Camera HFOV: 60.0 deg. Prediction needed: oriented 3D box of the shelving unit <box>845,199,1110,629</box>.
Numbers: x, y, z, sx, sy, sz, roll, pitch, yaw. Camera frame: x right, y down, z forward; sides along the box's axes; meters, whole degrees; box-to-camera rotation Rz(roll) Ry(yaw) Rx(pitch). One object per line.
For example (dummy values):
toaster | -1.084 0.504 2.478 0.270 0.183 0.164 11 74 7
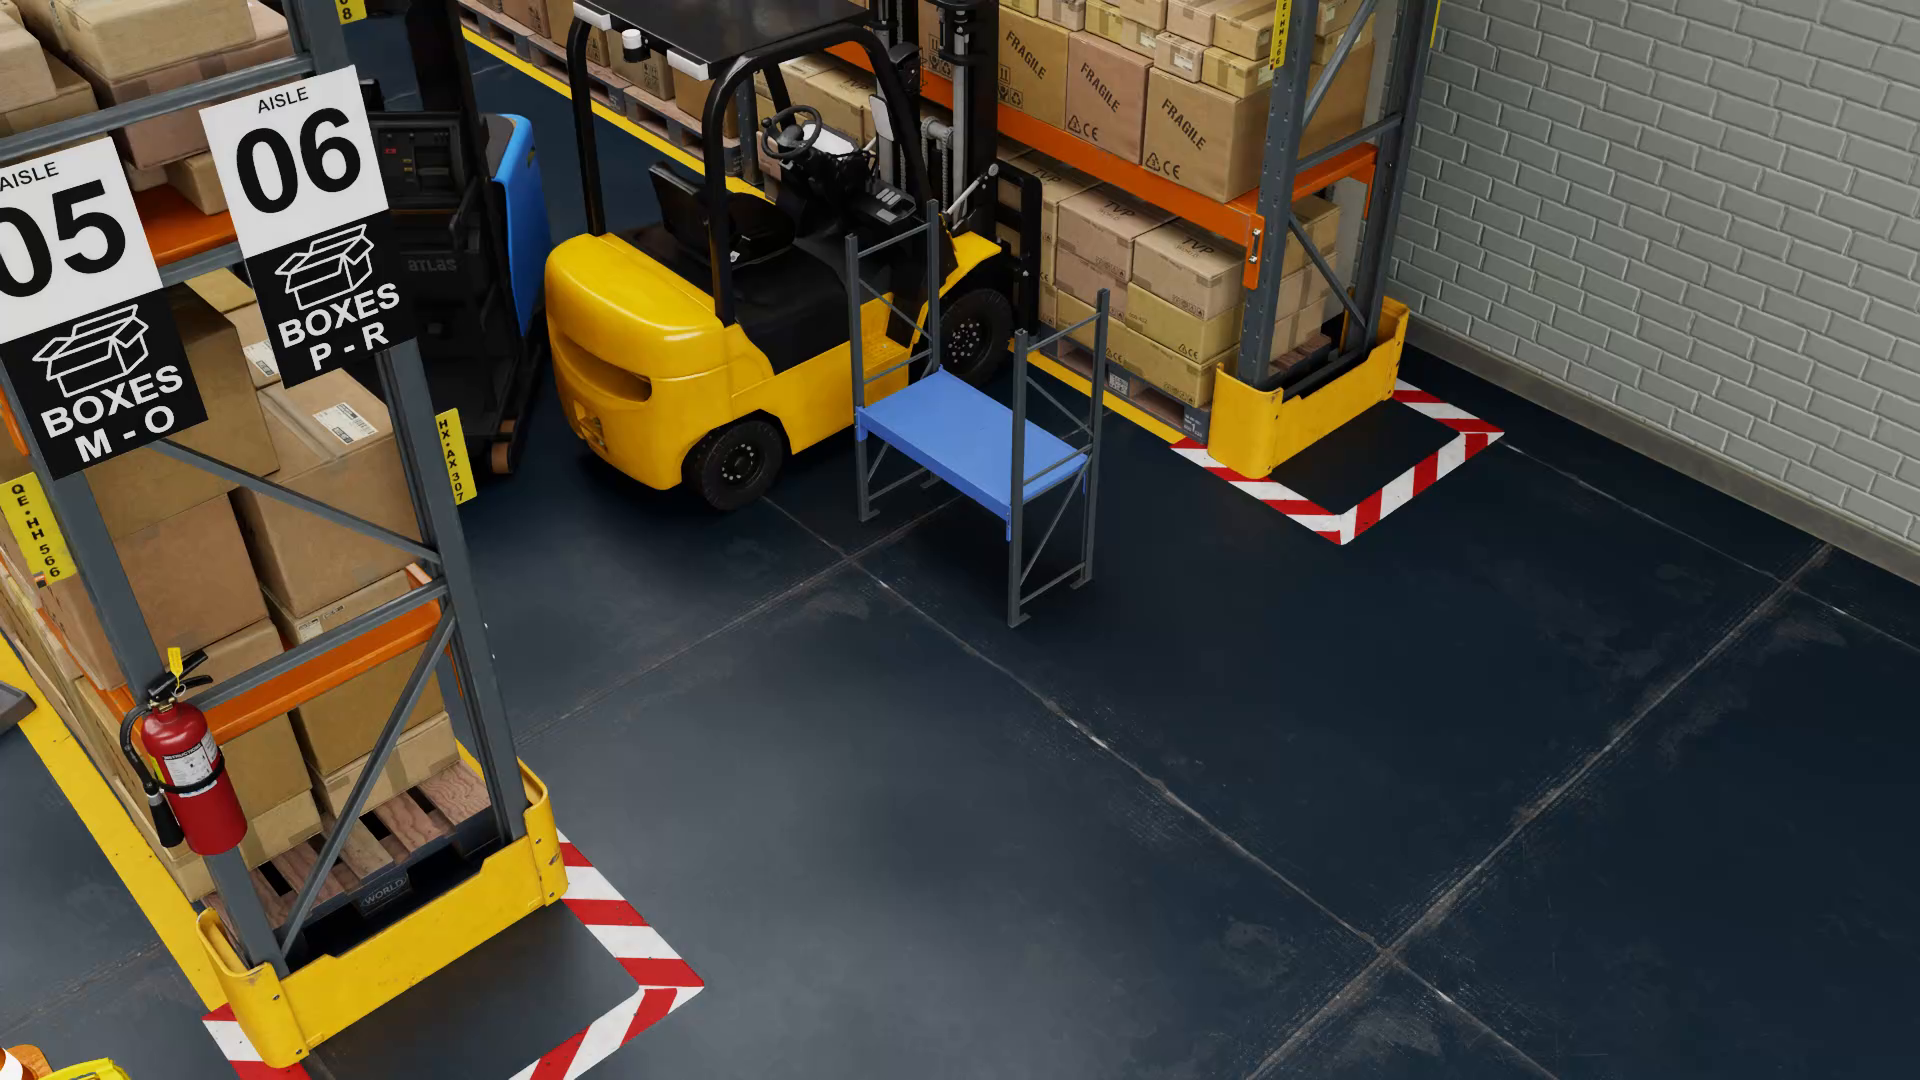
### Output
shelving unit | 0.058 -0.544 7.230 0.538 1.500 1.048 -30 48 -32

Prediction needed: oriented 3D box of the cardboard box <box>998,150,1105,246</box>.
cardboard box | 0.495 -1.812 8.665 0.500 0.250 0.500 -29 47 -31

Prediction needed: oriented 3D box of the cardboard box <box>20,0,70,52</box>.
cardboard box | -2.191 -1.415 4.293 0.380 0.149 0.250 -30 48 -32

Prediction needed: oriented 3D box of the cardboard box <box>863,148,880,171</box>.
cardboard box | -0.197 -2.100 9.420 0.500 0.250 0.500 -30 48 -32

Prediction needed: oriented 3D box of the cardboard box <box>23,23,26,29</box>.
cardboard box | -2.793 -1.261 4.419 0.500 0.250 0.500 -31 48 -32

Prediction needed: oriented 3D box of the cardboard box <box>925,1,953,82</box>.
cardboard box | 0.169 -2.650 8.564 0.500 0.500 0.500 -30 47 -31

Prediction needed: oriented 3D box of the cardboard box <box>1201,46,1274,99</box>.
cardboard box | 1.294 -2.119 7.390 0.380 0.149 0.250 -29 47 -31

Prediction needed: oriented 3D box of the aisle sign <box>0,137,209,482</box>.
aisle sign | -2.091 -0.534 3.955 0.394 0.787 0.004 -30 48 -32

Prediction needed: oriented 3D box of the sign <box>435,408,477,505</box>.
sign | -1.520 -0.242 4.974 0.100 0.325 0.005 -30 48 -32

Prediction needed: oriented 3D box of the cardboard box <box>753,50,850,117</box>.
cardboard box | -0.875 -2.763 9.842 0.500 0.250 0.500 -31 48 -32

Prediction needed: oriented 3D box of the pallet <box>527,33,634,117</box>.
pallet | -2.327 -3.442 11.843 1.003 0.211 1.213 -30 48 -32

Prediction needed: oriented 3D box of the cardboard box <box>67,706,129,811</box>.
cardboard box | -3.008 0.729 6.315 0.500 0.250 0.500 -30 48 -32

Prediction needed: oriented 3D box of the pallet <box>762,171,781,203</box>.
pallet | -0.464 -2.167 10.264 1.003 0.211 1.213 -30 48 -32

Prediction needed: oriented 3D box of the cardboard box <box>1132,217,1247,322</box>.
cardboard box | 1.193 -1.349 8.092 0.500 0.250 0.500 -28 47 -30

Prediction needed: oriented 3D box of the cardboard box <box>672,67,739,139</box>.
cardboard box | -1.332 -3.113 10.773 0.875 0.625 0.625 -28 46 -30

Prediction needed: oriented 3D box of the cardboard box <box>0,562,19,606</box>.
cardboard box | -3.295 0.046 6.047 0.380 0.149 0.250 -28 47 -30

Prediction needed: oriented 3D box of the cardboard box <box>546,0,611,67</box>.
cardboard box | -2.361 -3.823 11.652 0.875 0.625 0.625 -32 49 -33

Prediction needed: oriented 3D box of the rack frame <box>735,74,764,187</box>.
rack frame | -0.971 -3.637 9.866 1.000 3.000 0.127 -30 48 -32

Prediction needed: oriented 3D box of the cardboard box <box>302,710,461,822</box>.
cardboard box | -2.261 0.741 6.300 0.500 0.250 0.500 -30 48 -32

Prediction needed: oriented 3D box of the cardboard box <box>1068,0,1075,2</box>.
cardboard box | 0.579 -2.700 7.873 0.380 0.149 0.250 -29 47 -31

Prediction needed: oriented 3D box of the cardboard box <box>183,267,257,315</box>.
cardboard box | -2.733 -0.640 5.839 0.500 0.500 0.500 -31 48 -33

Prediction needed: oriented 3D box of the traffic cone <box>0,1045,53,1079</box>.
traffic cone | -3.160 1.661 5.325 0.336 0.463 0.334 -30 48 -32

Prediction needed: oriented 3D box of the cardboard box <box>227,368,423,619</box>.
cardboard box | -2.035 -0.167 5.253 0.500 0.500 0.500 -31 48 -32

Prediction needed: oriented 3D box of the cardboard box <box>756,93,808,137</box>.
cardboard box | -0.871 -2.570 10.001 0.500 0.250 0.500 -30 48 -32

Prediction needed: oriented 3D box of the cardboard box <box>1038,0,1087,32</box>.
cardboard box | 0.594 -2.593 7.978 0.380 0.149 0.250 -32 49 -33

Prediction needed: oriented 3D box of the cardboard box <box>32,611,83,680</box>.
cardboard box | -2.951 0.286 5.750 0.380 0.149 0.250 -29 47 -31

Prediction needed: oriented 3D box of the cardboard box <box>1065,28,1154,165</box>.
cardboard box | 0.864 -2.185 7.989 0.500 0.500 0.500 -28 47 -31

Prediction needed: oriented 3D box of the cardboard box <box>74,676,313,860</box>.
cardboard box | -2.653 0.680 5.778 0.500 0.500 0.500 -30 47 -31

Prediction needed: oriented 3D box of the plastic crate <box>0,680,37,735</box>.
plastic crate | -4.167 0.685 6.838 0.583 0.080 0.402 18 42 21

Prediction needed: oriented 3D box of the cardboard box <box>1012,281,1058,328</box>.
cardboard box | 0.523 -1.432 8.990 0.500 0.250 0.500 -29 47 -31

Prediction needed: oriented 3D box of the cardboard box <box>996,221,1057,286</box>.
cardboard box | 0.479 -1.633 8.841 0.500 0.250 0.500 -31 48 -33

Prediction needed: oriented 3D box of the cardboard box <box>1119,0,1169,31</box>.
cardboard box | 0.950 -2.480 7.600 0.380 0.149 0.250 -29 47 -31

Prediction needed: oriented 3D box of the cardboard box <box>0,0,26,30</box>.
cardboard box | -2.511 -1.221 4.053 0.380 0.149 0.250 -29 47 -31

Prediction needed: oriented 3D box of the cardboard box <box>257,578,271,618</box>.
cardboard box | -2.178 0.067 5.480 0.380 0.149 0.250 -29 47 -31

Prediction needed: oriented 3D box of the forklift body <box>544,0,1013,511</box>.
forklift body | -0.892 -1.558 7.967 2.313 2.155 1.214 -30 48 -32

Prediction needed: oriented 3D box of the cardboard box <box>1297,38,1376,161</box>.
cardboard box | 1.604 -2.172 7.973 0.500 0.500 0.500 -28 47 -30

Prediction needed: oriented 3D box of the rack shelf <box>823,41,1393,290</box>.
rack shelf | 0.382 -2.432 8.946 1.077 0.370 4.000 -30 48 -32

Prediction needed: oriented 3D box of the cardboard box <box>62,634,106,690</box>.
cardboard box | -2.583 0.271 5.228 0.380 0.149 0.250 -31 48 -32

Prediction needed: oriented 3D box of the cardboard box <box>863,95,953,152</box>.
cardboard box | -0.191 -2.296 9.264 0.500 0.250 0.500 -28 47 -30

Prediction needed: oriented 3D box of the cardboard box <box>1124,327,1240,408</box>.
cardboard box | 1.184 -0.963 8.409 0.500 0.250 0.500 -30 47 -31

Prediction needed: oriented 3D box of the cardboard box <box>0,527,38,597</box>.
cardboard box | -2.824 -0.197 5.291 0.500 0.500 0.500 -30 48 -32

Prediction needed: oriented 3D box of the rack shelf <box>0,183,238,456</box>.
rack shelf | -3.272 -1.488 5.390 1.077 0.370 4.000 -30 48 -32

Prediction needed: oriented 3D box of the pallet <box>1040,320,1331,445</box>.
pallet | 1.187 -1.037 8.866 1.003 0.211 1.213 -30 48 -32

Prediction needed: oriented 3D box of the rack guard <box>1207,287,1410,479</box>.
rack guard | 1.751 -0.802 8.346 1.175 0.500 0.348 -30 48 -32

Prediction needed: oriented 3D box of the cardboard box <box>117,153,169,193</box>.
cardboard box | -2.148 -1.119 4.561 0.380 0.149 0.250 -32 48 -33

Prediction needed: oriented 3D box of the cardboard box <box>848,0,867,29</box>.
cardboard box | -0.498 -3.126 9.153 0.500 0.500 0.500 -29 47 -31

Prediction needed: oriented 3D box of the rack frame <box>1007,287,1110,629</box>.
rack frame | 0.401 -0.309 6.939 0.500 1.500 0.032 -30 48 -32

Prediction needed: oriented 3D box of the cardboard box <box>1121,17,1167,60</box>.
cardboard box | 0.969 -2.370 7.702 0.380 0.149 0.250 -29 47 -31

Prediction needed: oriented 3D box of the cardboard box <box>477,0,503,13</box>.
cardboard box | -3.264 -4.433 12.408 0.875 0.625 0.625 -28 47 -30

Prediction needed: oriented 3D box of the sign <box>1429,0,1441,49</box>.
sign | 2.147 -2.387 7.566 0.100 0.325 0.005 -30 48 -32

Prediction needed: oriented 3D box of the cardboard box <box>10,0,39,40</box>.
cardboard box | -2.396 -1.482 4.693 0.500 0.250 0.500 -31 48 -32

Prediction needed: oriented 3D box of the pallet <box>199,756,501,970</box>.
pallet | -2.494 0.984 6.364 1.003 0.211 1.213 -30 48 -32

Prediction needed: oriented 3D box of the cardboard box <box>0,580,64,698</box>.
cardboard box | -3.345 0.203 6.368 0.500 0.500 0.500 -31 48 -33

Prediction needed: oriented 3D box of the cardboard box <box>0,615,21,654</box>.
cardboard box | -3.694 0.255 6.901 0.500 0.250 0.500 -31 48 -32

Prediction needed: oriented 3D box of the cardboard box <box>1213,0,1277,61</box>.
cardboard box | 1.337 -2.269 7.340 0.380 0.149 0.250 -30 48 -32

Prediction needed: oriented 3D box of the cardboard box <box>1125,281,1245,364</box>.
cardboard box | 1.175 -1.167 8.263 0.500 0.250 0.500 -31 48 -32

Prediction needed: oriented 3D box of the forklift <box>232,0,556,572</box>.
forklift | -2.738 -1.645 7.454 1.130 2.935 3.031 -1 39 -2

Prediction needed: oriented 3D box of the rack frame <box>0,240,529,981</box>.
rack frame | -1.919 0.325 4.960 1.000 3.000 0.127 -30 48 -32
